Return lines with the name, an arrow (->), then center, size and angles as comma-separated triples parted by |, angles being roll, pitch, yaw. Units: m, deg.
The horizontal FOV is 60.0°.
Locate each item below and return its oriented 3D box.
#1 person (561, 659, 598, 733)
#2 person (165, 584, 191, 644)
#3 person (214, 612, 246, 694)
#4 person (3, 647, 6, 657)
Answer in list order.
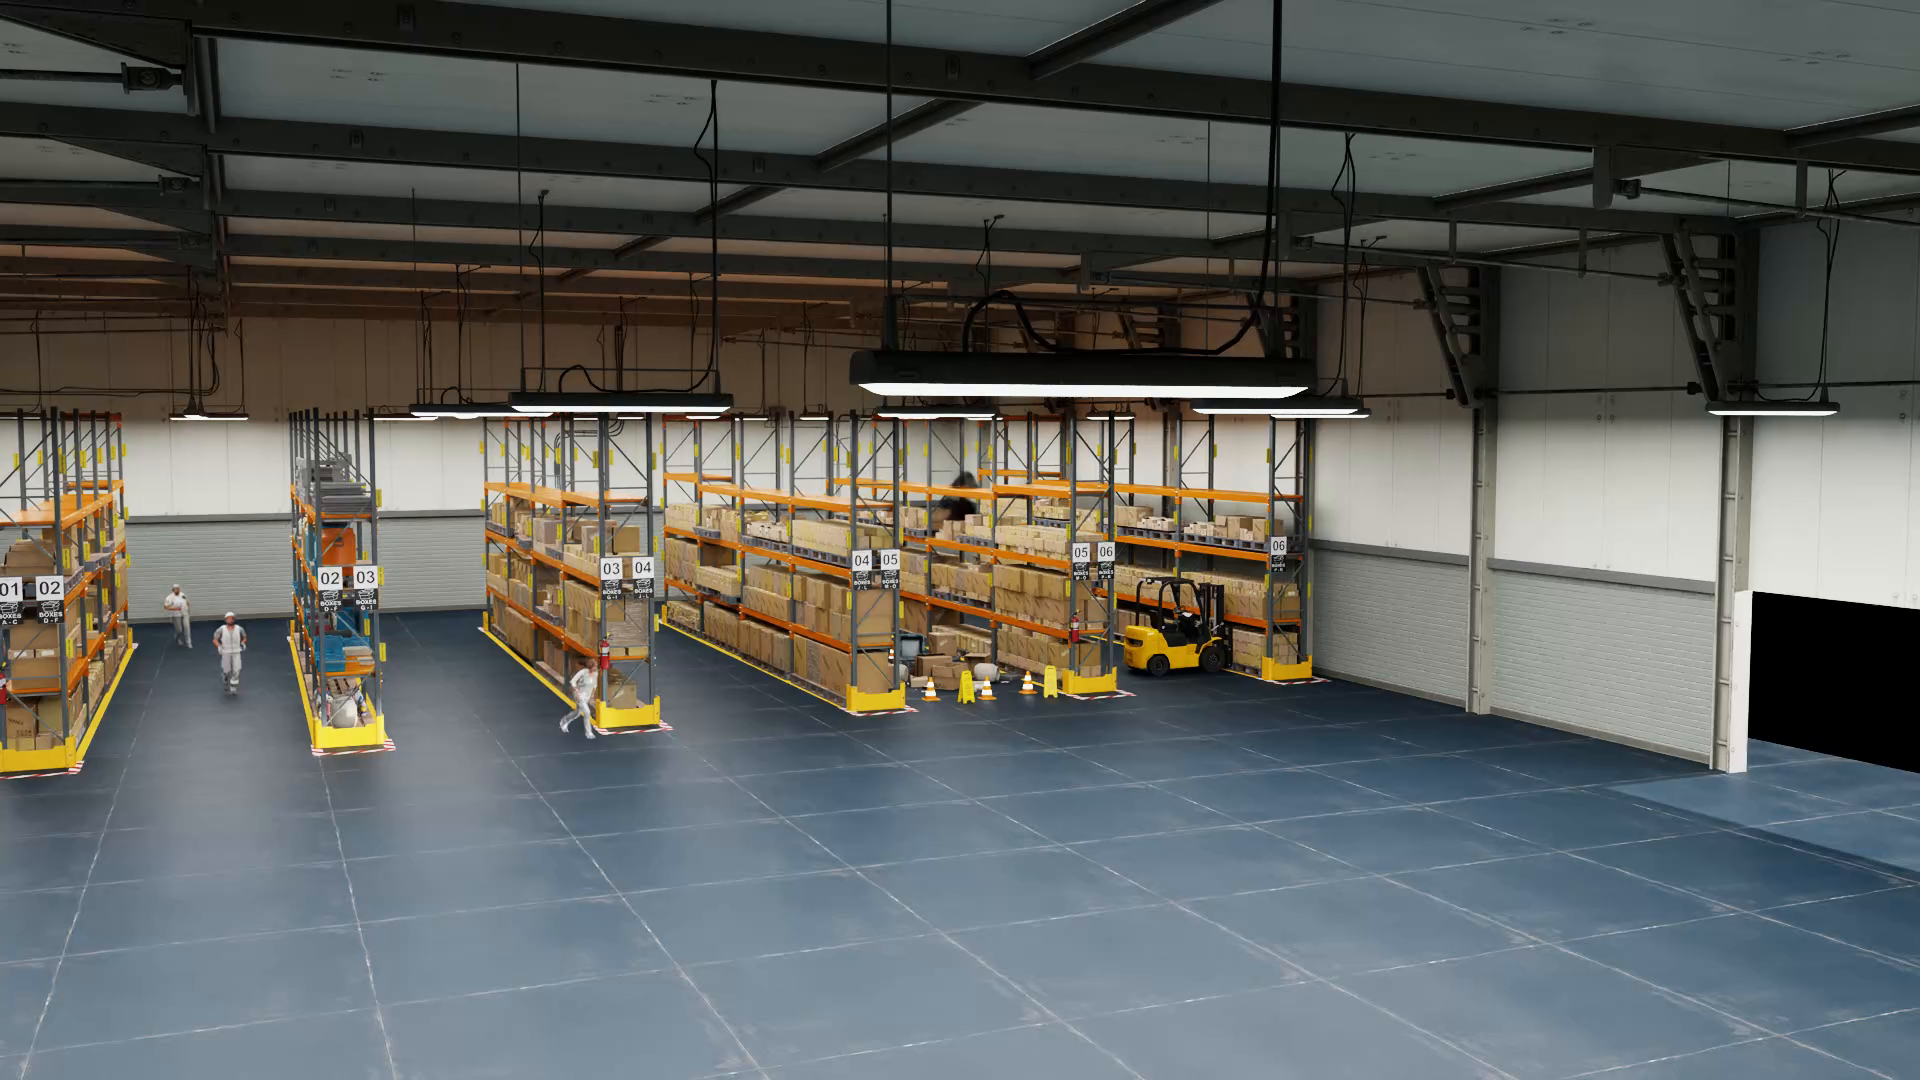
person -> -6.948, 2.843, 30.396 | 0.928, 1.325, 0.513 | 3, 5, 37
person -> -20.008, 1.894, 42.510 | 0.687, 1.554, 0.636 | 4, 6, 44
person -> -15.371, 2.394, 35.088 | 0.626, 1.738, 0.612 | -2, 5, -32
person -> -19.263, 2.558, 32.926 | 0.663, 1.761, 0.733 | -2, 5, -30
